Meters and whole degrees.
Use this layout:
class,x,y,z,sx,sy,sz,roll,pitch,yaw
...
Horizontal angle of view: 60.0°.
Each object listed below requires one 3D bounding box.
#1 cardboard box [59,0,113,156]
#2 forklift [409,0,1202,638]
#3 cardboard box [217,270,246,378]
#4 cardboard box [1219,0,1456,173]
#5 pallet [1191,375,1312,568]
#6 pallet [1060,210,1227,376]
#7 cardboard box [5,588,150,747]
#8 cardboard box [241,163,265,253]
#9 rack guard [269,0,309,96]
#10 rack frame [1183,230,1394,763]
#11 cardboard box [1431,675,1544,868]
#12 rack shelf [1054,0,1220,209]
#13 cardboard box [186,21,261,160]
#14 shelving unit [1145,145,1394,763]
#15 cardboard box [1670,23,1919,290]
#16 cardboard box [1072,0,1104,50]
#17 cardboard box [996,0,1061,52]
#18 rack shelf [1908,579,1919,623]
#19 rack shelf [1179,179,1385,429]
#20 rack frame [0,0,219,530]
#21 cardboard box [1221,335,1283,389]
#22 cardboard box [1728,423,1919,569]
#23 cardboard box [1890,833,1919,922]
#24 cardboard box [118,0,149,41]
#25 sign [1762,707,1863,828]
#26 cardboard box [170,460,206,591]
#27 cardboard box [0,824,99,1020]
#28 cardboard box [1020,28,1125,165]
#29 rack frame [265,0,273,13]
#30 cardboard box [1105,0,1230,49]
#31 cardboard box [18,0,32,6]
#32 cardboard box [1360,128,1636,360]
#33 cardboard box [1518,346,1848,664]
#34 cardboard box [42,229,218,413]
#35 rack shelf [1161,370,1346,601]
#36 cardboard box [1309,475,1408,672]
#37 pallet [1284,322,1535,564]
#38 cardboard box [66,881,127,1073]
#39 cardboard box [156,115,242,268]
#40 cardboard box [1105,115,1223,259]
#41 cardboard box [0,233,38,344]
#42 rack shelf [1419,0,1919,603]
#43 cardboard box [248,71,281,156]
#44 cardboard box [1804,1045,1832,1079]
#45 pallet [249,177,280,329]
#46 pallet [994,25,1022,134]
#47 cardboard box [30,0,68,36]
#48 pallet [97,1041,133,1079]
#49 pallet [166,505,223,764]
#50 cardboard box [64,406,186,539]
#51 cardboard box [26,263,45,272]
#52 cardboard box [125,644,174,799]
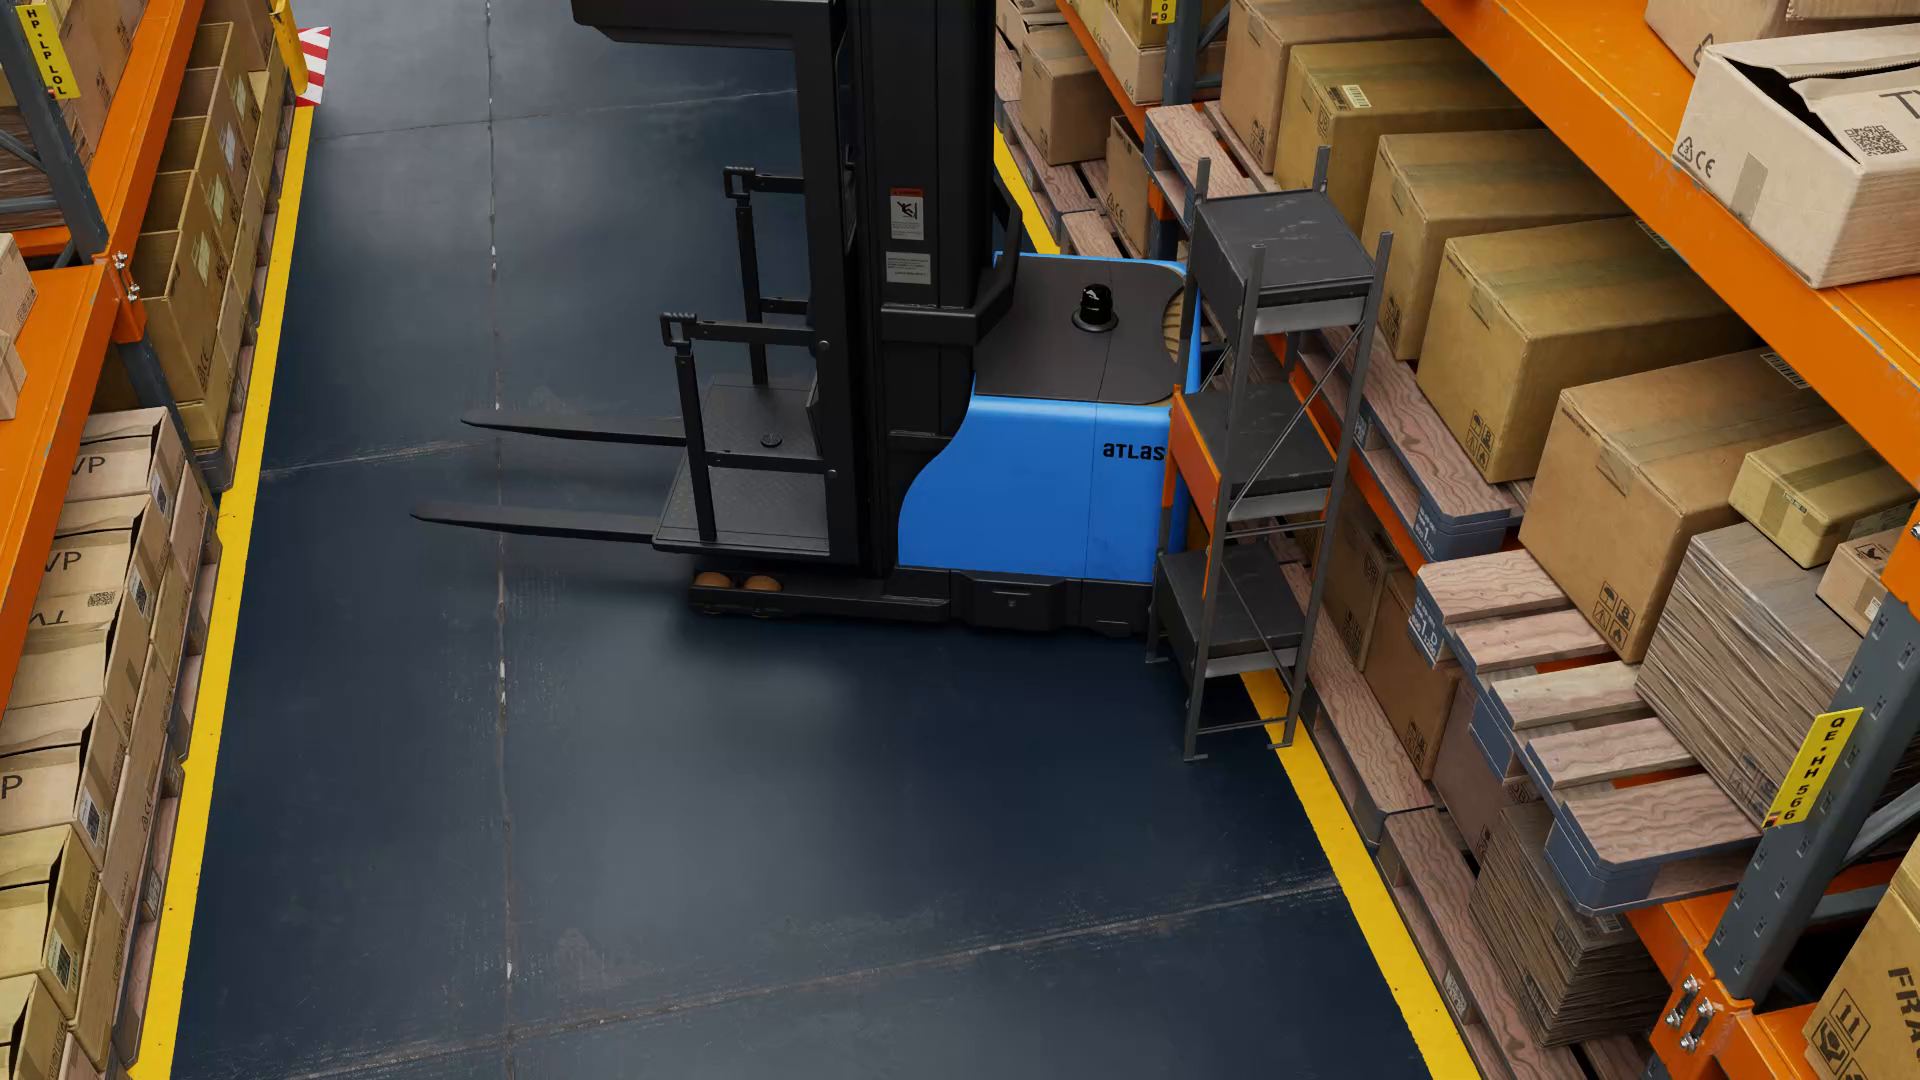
class,x,y,z,sx,sy,sz,roll,pitch,yaw
cardboard box,-3.762,-1.787,6.428,0.700,0.500,0.500,-9,42,-10
forklift,-0.623,-1.141,5.828,3.031,2.935,1.130,4,42,5
cardboard box,-3.447,-0.919,7.281,0.500,0.250,0.500,-8,42,-9
cardboard box,1.373,-1.701,6.000,0.700,0.500,0.500,-8,42,-9
pallet,1.466,-0.287,6.914,1.003,0.211,1.213,-8,42,-9
pallet,1.117,-1.221,7.967,1.003,0.211,1.213,-8,42,-9
cardboard box,-2.949,0.421,5.348,0.500,0.311,0.500,-8,42,-9
cardboard box,-3.664,-1.567,8.011,0.500,0.250,0.500,-8,42,-9
rack guard,-4.409,-2.795,9.522,1.175,0.500,0.348,-8,42,-9
rack frame,0.985,-0.030,5.202,0.400,2.100,0.015,-7,42,-8
cardboard box,1.956,0.719,5.232,0.700,0.500,0.500,-8,42,-9
rack shelf,0.864,-2.861,8.256,1.077,0.370,4.000,-8,42,-9
cardboard box,-3.767,-2.173,8.128,0.500,0.500,0.500,-8,42,-9
shelving unit,0.938,-0.189,5.381,0.431,2.100,0.503,-7,42,-8
cardboard box,1.740,-0.765,3.145,0.500,0.311,0.500,-8,42,-9
cardboard box,0.798,-2.373,7.262,0.500,0.250,0.500,-8,42,-9
cardboard box,0.494,-3.124,9.704,0.500,0.311,0.500,-13,43,-14
rack shelf,2.591,1.203,1.418,1.077,0.370,4.000,-8,42,-9
rack shelf,0.938,-0.702,4.925,0.431,0.518,0.480,-7,42,-8
rack frame,-3.540,-1.122,5.754,1.000,3.000,0.127,-8,42,-9
cardboard box,1.471,-0.589,6.705,0.700,0.500,0.500,-7,42,-8
cardboard box,1.972,-0.111,3.721,0.380,0.149,0.250,-15,44,-16
cardboard box,2.012,0.672,2.854,0.500,0.250,0.500,-7,42,-8
cardboard box,-3.978,-2.444,7.169,0.700,0.500,0.500,-7,42,-8
sign,1.632,0.439,3.183,0.100,0.325,0.005,-8,42,-9
cardboard box,-3.167,-0.023,6.271,0.500,0.250,0.500,-9,42,-10
cardboard box,-2.732,1.081,4.605,0.500,0.311,0.500,-9,42,-10
cardboard box,0.727,-2.343,8.681,0.700,0.500,0.500,-11,43,-12
rack frame,-4.403,-3.714,8.675,1.000,3.000,0.127,-8,42,-9
cardboard box,0.892,-2.328,6.646,0.500,0.500,0.500,-8,42,-9
cardboard box,-3.642,-1.931,5.613,0.700,0.500,0.500,-8,42,-9
cardboard box,1.659,-0.915,5.115,0.700,0.500,0.500,-3,42,-3
cardboard box,1.901,-0.105,4.202,0.700,0.500,0.500,-12,43,-13
cardboard box,-3.334,-0.876,6.668,0.500,0.500,0.500,-8,42,-9
rack shelf,0.938,-0.179,5.390,0.431,0.518,0.480,-7,42,-8
cardboard box,1.702,0.075,5.957,0.700,0.500,0.500,-8,42,-9
pallet,1.692,-0.447,5.138,1.003,0.211,1.213,-8,42,-9
cardboard box,-2.730,1.299,4.782,0.500,0.250,0.500,-9,42,-10
cardboard box,-3.550,-1.524,7.398,0.500,0.500,0.500,-8,42,-9
cardboard box,1.033,-1.731,7.992,0.500,0.500,0.500,-11,43,-12
cardboard box,-3.391,-0.753,5.451,0.500,0.250,0.500,-6,42,-7
rack shelf,1.728,-1.390,4.339,1.077,0.370,4.000,-8,42,-9
cardboard box,-3.879,-2.216,8.741,0.500,0.250,0.500,-8,42,-9
cardboard box,2.004,1.092,3.434,0.380,0.149,0.250,-9,42,-10
pallet,-3.938,-1.393,8.160,1.003,0.211,1.213,-8,42,-9
pallet,0.590,-2.803,9.749,1.003,0.211,1.213,-8,42,-9
cardboard box,-3.521,-1.933,6.105,0.380,0.149,0.250,-9,42,-10
pallet,-2.816,1.975,4.366,1.003,0.211,1.213,-8,42,-9
pallet,-3.343,0.393,6.148,1.003,0.211,1.213,-8,42,-9
cardboard box,-3.173,-0.239,6.092,0.500,0.311,0.500,-8,42,-9
cardboard box,-3.950,-1.126,6.949,0.500,0.500,0.500,-8,42,-9
cardboard box,-2.949,0.637,5.528,0.500,0.250,0.500,-7,42,-8
